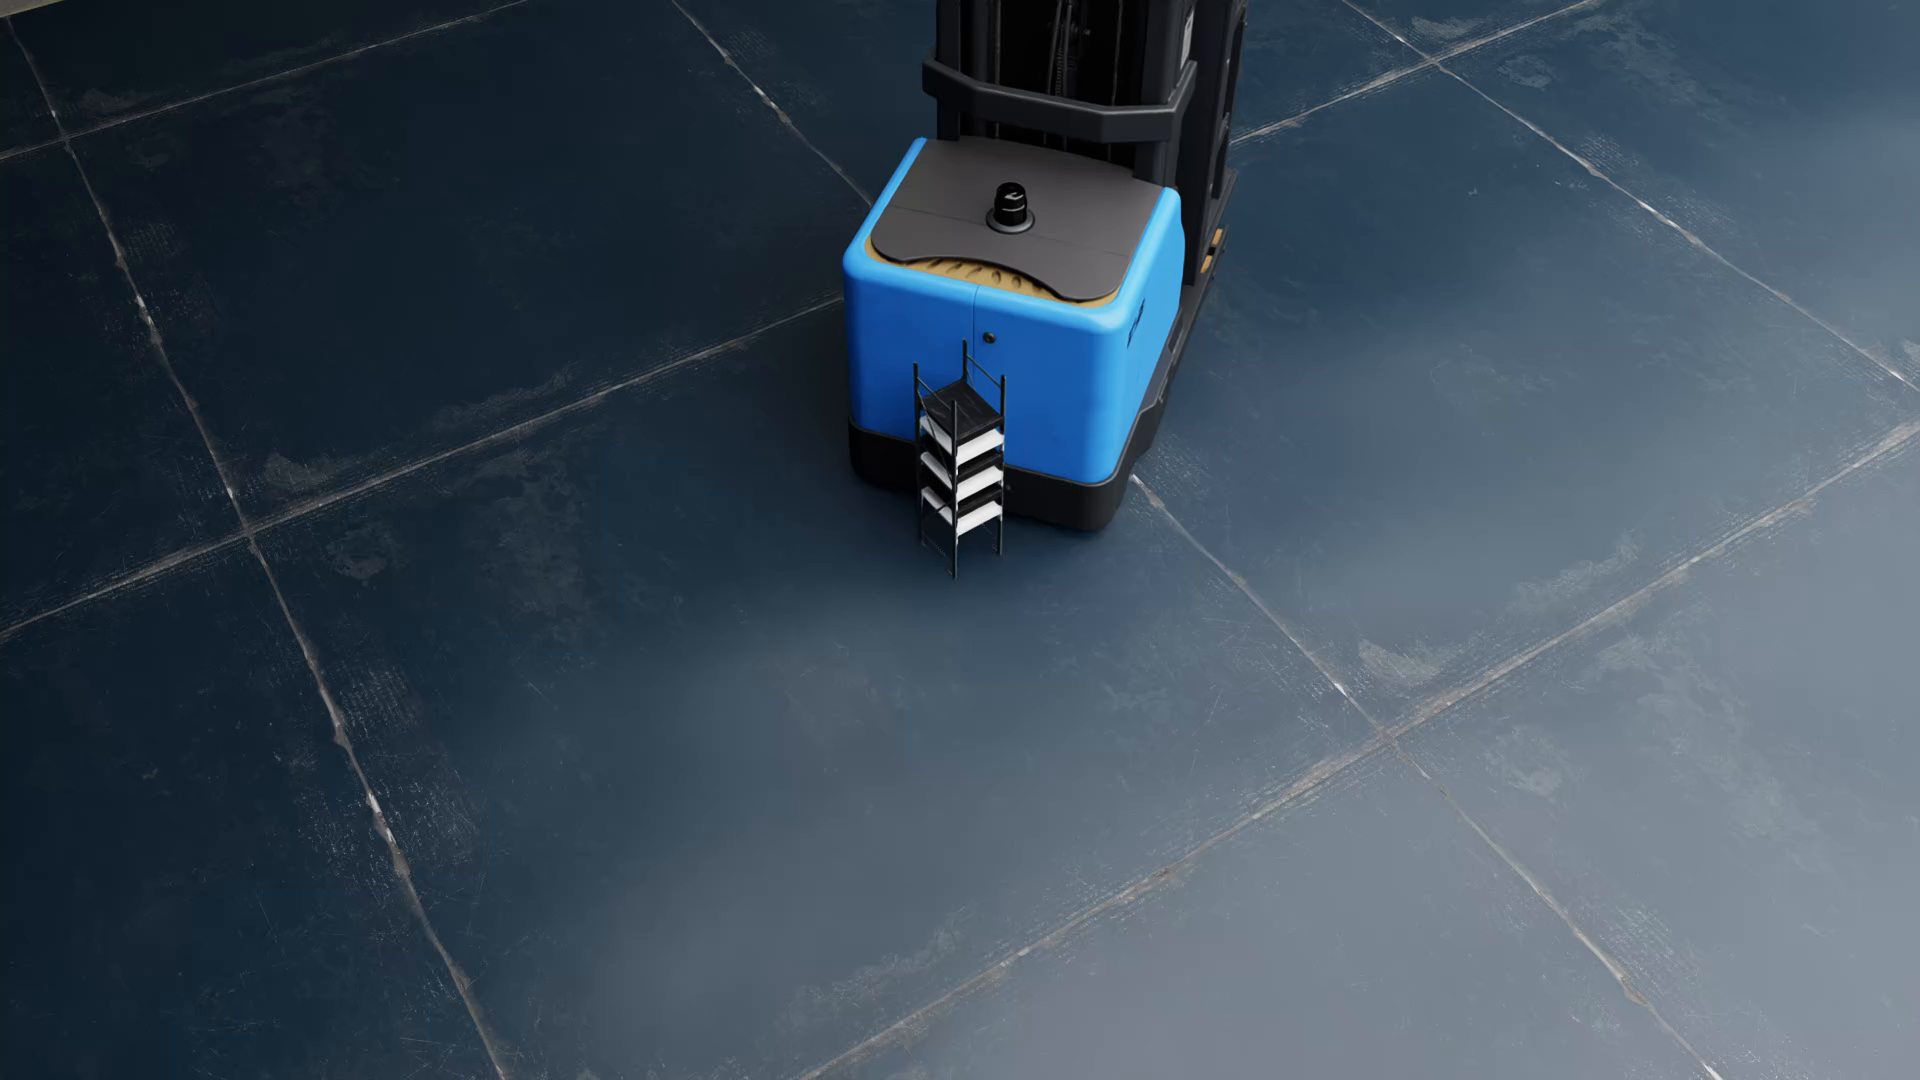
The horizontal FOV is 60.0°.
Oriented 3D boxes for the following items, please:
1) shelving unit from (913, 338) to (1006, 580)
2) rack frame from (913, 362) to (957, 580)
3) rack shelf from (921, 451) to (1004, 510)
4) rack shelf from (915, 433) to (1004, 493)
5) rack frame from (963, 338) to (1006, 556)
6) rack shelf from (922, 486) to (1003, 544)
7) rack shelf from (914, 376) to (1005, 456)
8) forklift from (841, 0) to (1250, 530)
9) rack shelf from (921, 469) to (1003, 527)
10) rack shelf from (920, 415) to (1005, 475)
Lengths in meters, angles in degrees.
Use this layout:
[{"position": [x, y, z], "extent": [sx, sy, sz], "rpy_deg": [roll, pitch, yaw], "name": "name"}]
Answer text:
[{"position": [-0.001, -0.269, 5.887], "extent": [0.210, 0.900, 0.258], "rpy_deg": [-28, 54, -23], "name": "shelving unit"}, {"position": [-0.084, -0.225, 5.848], "extent": [0.006, 0.900, 0.240], "rpy_deg": [-28, 54, -23], "name": "rack frame"}, {"position": [-0.001, -0.247, 5.912], "extent": [0.200, 0.077, 0.258], "rpy_deg": [-28, 54, -23], "name": "rack shelf"}, {"position": [-0.001, -0.307, 5.845], "extent": [0.200, 0.077, 0.258], "rpy_deg": [-28, 54, -23], "name": "rack shelf"}, {"position": [0.081, -0.313, 5.926], "extent": [0.006, 0.900, 0.240], "rpy_deg": [-28, 54, -23], "name": "rack frame"}, {"position": [-0.001, -0.127, 6.047], "extent": [0.200, 0.077, 0.258], "rpy_deg": [-28, 54, -23], "name": "rack shelf"}, {"position": [-0.001, -0.427, 5.710], "extent": [0.200, 0.077, 0.258], "rpy_deg": [-28, 54, -23], "name": "rack shelf"}, {"position": [0.539, -2.137, 6.190], "extent": [1.130, 2.935, 3.031], "rpy_deg": [15, 50, 13], "name": "forklift"}, {"position": [-0.001, -0.187, 5.979], "extent": [0.200, 0.077, 0.258], "rpy_deg": [-28, 54, -23], "name": "rack shelf"}, {"position": [-0.001, -0.367, 5.778], "extent": [0.200, 0.077, 0.258], "rpy_deg": [-28, 54, -23], "name": "rack shelf"}]
